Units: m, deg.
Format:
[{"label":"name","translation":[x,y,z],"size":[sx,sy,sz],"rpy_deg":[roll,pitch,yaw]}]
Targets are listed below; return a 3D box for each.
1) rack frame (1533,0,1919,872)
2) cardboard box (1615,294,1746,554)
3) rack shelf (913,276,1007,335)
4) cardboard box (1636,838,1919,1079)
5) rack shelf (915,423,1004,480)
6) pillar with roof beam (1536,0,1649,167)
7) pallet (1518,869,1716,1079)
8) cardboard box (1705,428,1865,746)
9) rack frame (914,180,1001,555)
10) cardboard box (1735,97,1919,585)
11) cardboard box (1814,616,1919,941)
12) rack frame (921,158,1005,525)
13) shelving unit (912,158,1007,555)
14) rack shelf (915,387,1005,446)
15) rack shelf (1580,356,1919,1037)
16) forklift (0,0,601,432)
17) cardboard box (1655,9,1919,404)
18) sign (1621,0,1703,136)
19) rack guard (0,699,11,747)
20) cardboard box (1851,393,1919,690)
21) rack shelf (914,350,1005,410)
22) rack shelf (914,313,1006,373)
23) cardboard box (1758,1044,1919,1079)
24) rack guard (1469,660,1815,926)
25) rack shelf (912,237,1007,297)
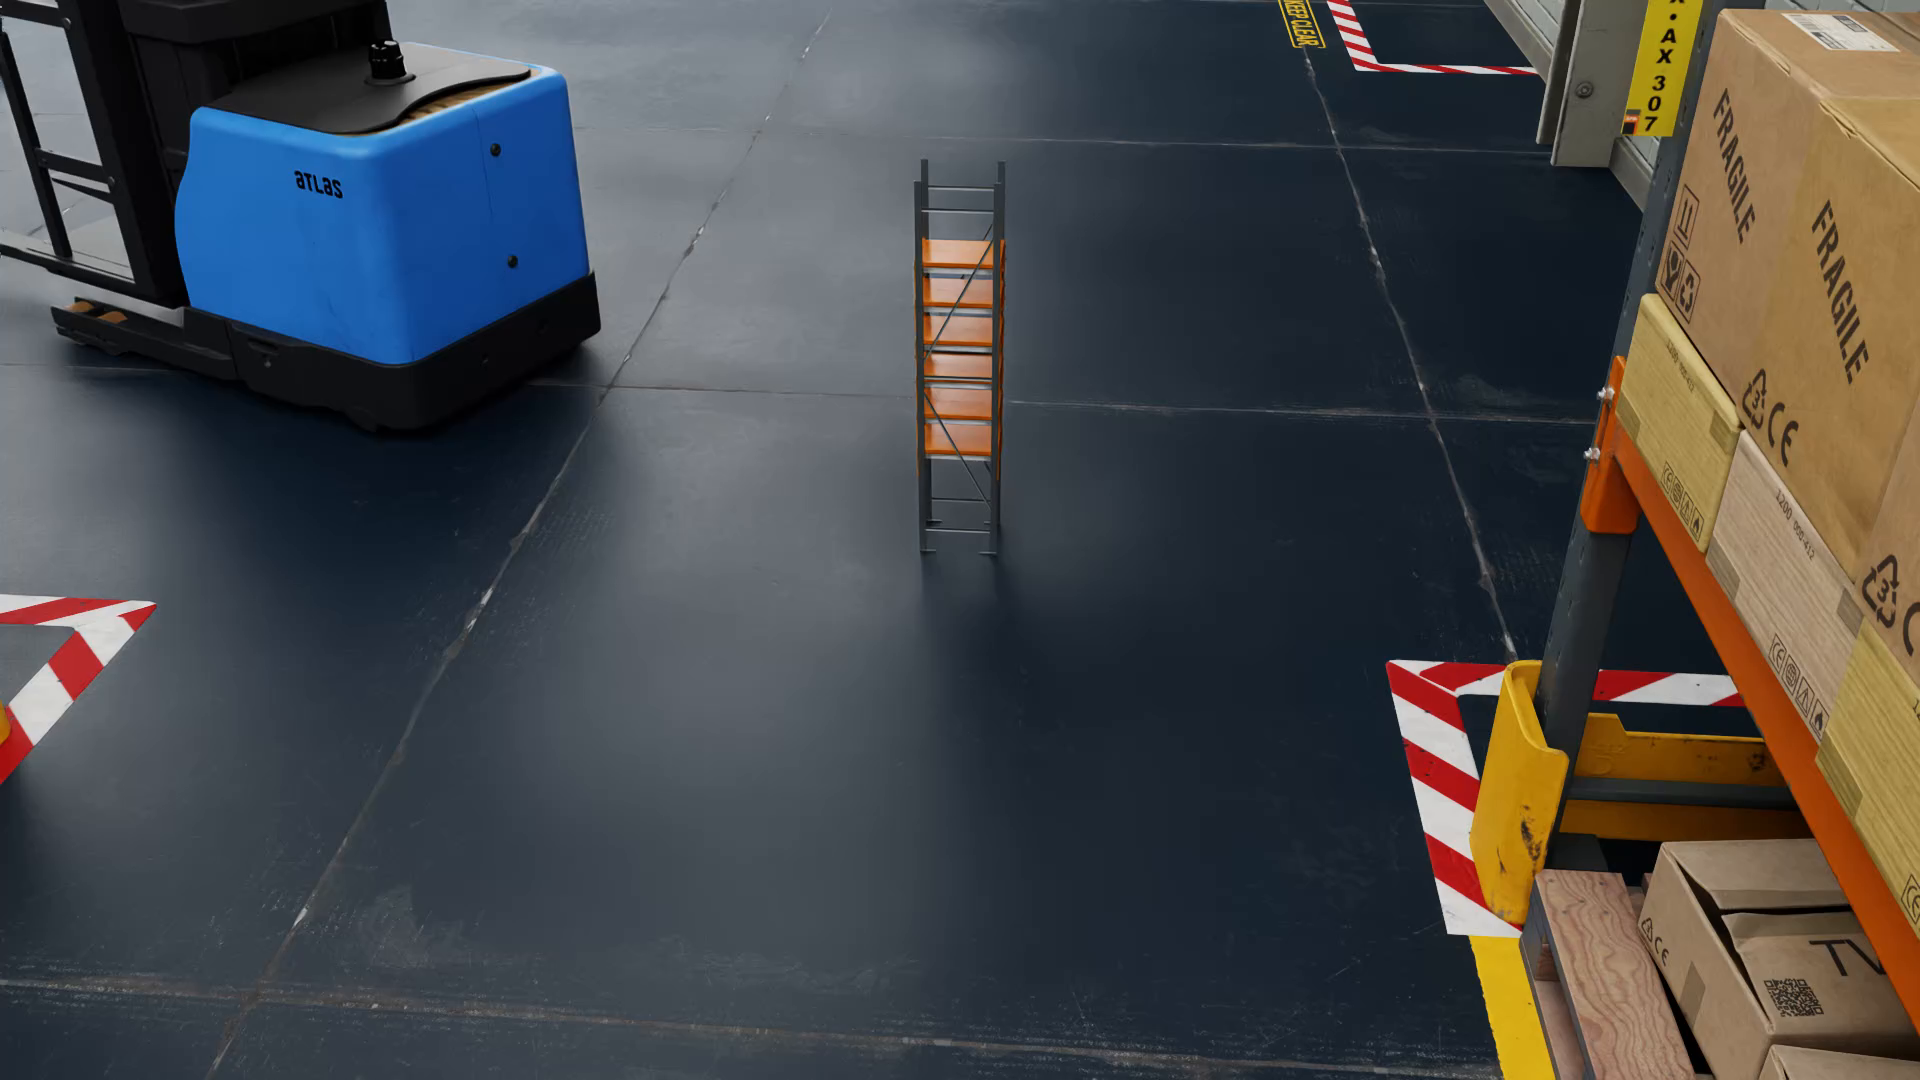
[{"label":"rack frame","translation":[1.824,-0.501,3.204],"size":[1.000,3.000,0.127],"rpy_deg":[2,32,4]},{"label":"cardboard box","translation":[1.467,-0.204,2.846],"size":[0.500,0.250,0.500],"rpy_deg":[2,32,3]},{"label":"rack shelf","translation":[0.001,-0.685,4.845],"size":[0.258,0.103,0.180],"rpy_deg":[2,32,4]},{"label":"cardboard box","translation":[1.678,0.814,3.213],"size":[0.500,0.311,0.500],"rpy_deg":[-1,32,-2]},{"label":"rack shelf","translation":[0.001,-0.276,5.097],"size":[0.258,0.103,0.180],"rpy_deg":[2,32,4]},{"label":"pillar with roof beam","translation":[-1.173,-5.973,6.365],"size":[9.100,9.000,0.400],"rpy_deg":[2,32,4]},{"label":"pallet","translation":[1.716,1.149,3.184],"size":[1.003,0.211,1.213],"rpy_deg":[2,32,4]},{"label":"cardboard box","translation":[1.439,0.068,2.404],"size":[0.500,0.250,0.500],"rpy_deg":[2,32,2]},{"label":"rack frame","translation":[-0.006,-0.471,4.870],"size":[0.240,1.200,0.006],"rpy_deg":[2,32,4]},{"label":"cardboard box","translation":[1.435,-0.270,2.238],"size":[0.500,0.500,0.500],"rpy_deg":[3,32,4]},{"label":"cardboard box","translation":[1.392,0.334,1.972],"size":[0.500,0.250,0.500],"rpy_deg":[2,32,3]},{"label":"rack frame","translation":[0.009,-0.566,5.025],"size":[0.240,1.200,0.006],"rpy_deg":[2,32,4]},{"label":"shelving unit","translation":[0.001,-0.518,4.947],"size":[0.258,1.200,0.189],"rpy_deg":[2,32,4]},{"label":"rack shelf","translation":[0.001,-0.378,5.034],"size":[0.258,0.103,0.180],"rpy_deg":[2,32,4]},{"label":"rack shelf","translation":[1.661,0.851,1.695],"size":[1.077,0.370,4.000],"rpy_deg":[2,32,4]},{"label":"forklift","translation":[-2.927,-2.178,5.991],"size":[3.031,2.935,1.130],"rpy_deg":[17,35,25]},{"label":"cardboard box","translation":[1.485,-0.528,2.657],"size":[0.500,0.500,0.500],"rpy_deg":[2,32,4]},{"label":"sign","translation":[1.283,-0.892,3.014],"size":[0.100,0.325,0.005],"rpy_deg":[2,32,4]},{"label":"rack guard","translation":[-3.112,0.341,4.220],"size":[1.175,0.500,0.348],"rpy_deg":[2,32,4]},{"label":"cardboard box","translation":[1.387,0.000,1.800],"size":[0.500,0.500,0.500],"rpy_deg":[1,32,2]},{"label":"rack shelf","translation":[0.001,-0.481,4.971],"size":[0.258,0.103,0.180],"rpy_deg":[2,32,4]},{"label":"rack shelf","translation":[0.001,-0.583,4.908],"size":[0.258,0.103,0.180],"rpy_deg":[2,32,4]},{"label":"cardboard box","translation":[1.631,1.113,2.729],"size":[0.500,0.311,0.500],"rpy_deg":[5,32,8]},{"label":"rack guard","translation":[1.817,0.603,3.795],"size":[1.175,0.500,0.348],"rpy_deg":[2,32,4]},{"label":"rack shelf","translation":[0.001,-0.787,4.782],"size":[0.258,0.103,0.180],"rpy_deg":[2,32,4]}]
